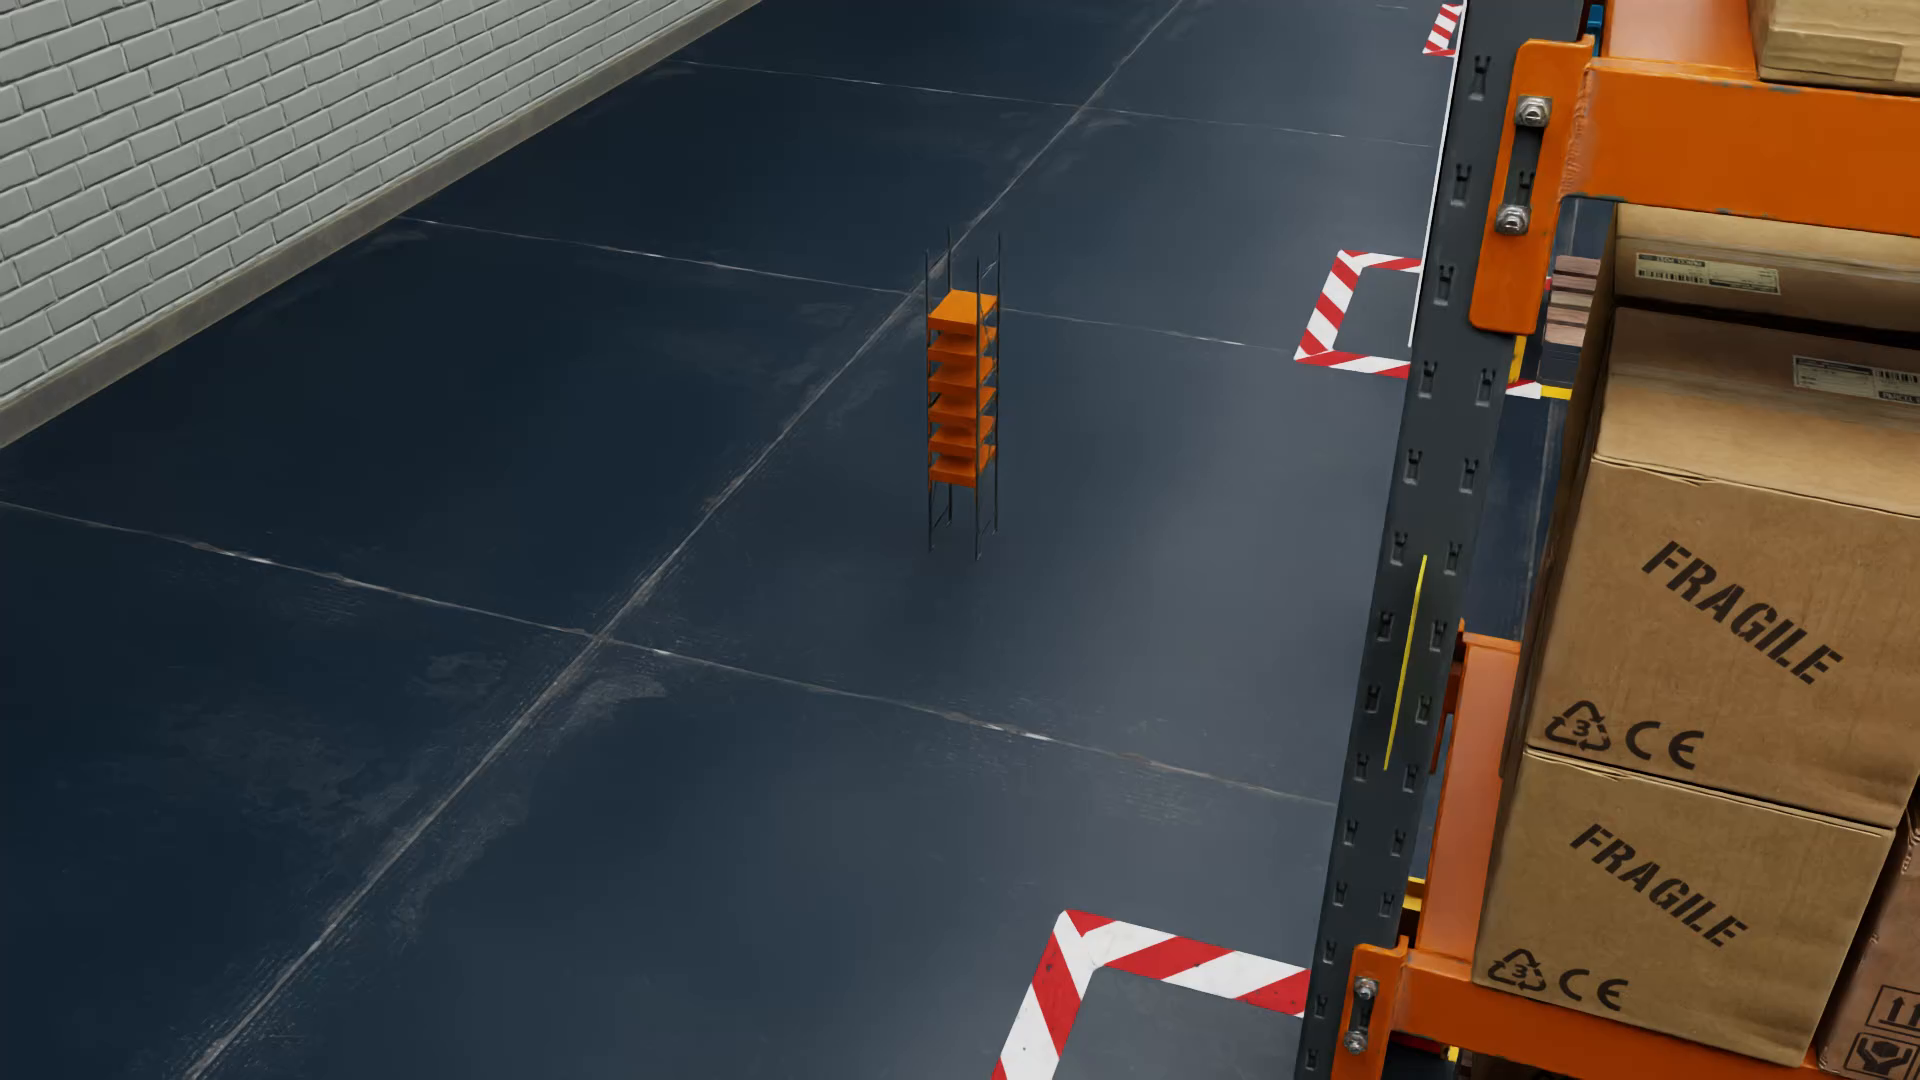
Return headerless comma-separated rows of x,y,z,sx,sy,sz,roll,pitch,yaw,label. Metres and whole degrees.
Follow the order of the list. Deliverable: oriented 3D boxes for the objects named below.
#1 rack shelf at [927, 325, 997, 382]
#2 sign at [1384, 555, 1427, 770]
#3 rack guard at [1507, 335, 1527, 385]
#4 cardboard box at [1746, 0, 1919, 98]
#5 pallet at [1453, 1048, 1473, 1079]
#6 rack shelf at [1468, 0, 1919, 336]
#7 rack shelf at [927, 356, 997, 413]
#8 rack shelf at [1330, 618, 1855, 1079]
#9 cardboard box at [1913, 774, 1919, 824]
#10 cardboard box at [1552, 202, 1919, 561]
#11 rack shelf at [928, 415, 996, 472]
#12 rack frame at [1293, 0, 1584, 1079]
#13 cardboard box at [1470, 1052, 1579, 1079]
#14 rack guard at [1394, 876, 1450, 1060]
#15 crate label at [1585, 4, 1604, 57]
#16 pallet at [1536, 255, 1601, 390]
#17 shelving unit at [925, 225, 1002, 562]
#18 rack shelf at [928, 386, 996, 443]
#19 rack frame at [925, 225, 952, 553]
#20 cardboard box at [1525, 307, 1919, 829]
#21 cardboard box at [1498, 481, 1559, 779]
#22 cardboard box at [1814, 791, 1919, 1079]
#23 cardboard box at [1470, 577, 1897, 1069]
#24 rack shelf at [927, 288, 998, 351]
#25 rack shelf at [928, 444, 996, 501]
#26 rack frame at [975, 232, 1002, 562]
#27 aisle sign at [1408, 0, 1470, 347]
0.014,-0.666,5.814,0.180,0.103,0.258,11,34,16,rack shelf
0.645,0.180,2.408,0.005,0.325,0.100,11,34,16,sign
2.475,-1.210,7.663,0.348,0.500,1.175,11,34,16,rack guard
1.225,-0.707,1.952,0.500,0.250,0.500,11,34,16,cardboard box
1.650,1.597,3.582,1.213,0.211,1.003,11,34,16,pallet
2.710,-0.326,1.887,4.000,0.370,1.077,11,34,16,rack shelf
0.014,-0.565,5.879,0.180,0.103,0.258,11,34,16,rack shelf
2.710,0.935,2.700,4.000,0.370,1.077,11,34,16,rack shelf
1.651,0.112,2.297,0.500,0.500,0.500,11,35,17,cardboard box
1.339,-0.255,2.865,0.500,0.500,0.500,11,34,16,cardboard box
0.014,-0.363,6.010,0.180,0.103,0.258,11,34,16,rack shelf
0.827,0.266,3.072,0.127,3.000,1.000,11,34,16,rack frame
1.422,1.105,3.671,0.500,0.500,0.500,11,34,16,cardboard box
0.899,1.330,3.728,0.348,0.500,1.175,11,34,16,rack guard
2.623,-2.004,6.687,0.303,0.233,0.416,11,34,16,crate label
3.265,-0.920,7.480,1.213,0.211,1.003,11,34,16,pallet
0.014,-0.501,5.920,0.189,1.200,0.258,11,34,16,shelving unit
0.014,-0.464,5.945,0.180,0.103,0.258,11,34,16,rack shelf
-0.073,-0.518,5.946,0.006,1.200,0.240,11,34,16,rack frame
1.156,0.020,2.439,0.500,0.500,0.500,12,35,18,cardboard box
1.341,0.167,3.133,0.500,0.500,0.500,12,35,18,cardboard box
1.644,0.532,2.568,0.500,0.500,0.500,11,34,16,cardboard box
1.156,0.440,2.711,0.500,0.500,0.500,12,35,17,cardboard box
0.014,-0.767,5.749,0.180,0.103,0.258,11,34,16,rack shelf
0.014,-0.262,6.075,0.180,0.103,0.258,11,34,16,rack shelf
0.100,-0.485,5.895,0.006,1.200,0.240,11,34,16,rack frame
0.664,-0.688,2.154,0.004,0.787,0.394,11,34,16,aisle sign
